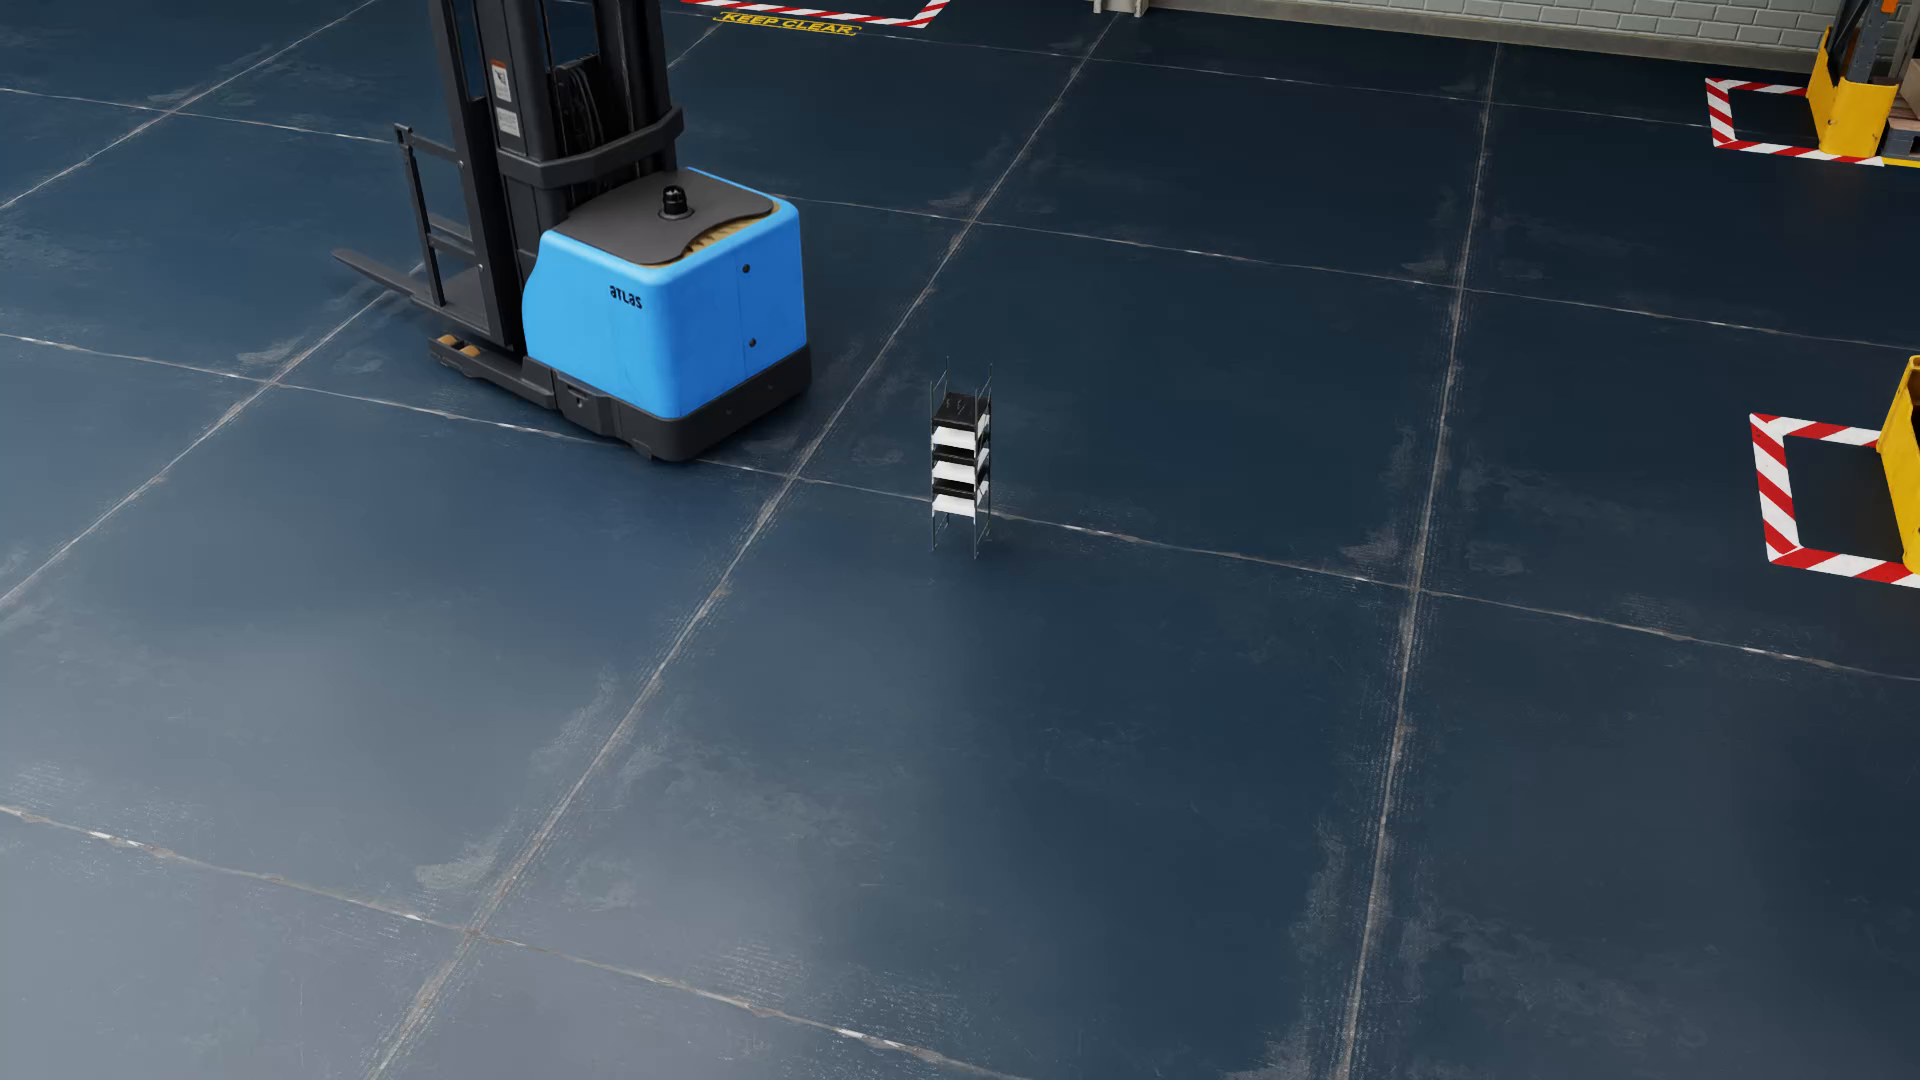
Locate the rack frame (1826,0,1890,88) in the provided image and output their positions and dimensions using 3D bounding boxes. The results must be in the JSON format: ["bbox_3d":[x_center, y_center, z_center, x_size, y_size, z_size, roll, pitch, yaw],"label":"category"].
[{"bbox_3d":[6.130,-4.157,10.867,0.127,3.000,1.000,10,38,14],"label":"rack frame"}]

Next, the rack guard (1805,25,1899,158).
[{"bbox_3d":[6.202,-3.136,11.590,0.348,0.500,1.175,10,38,14],"label":"rack guard"}]

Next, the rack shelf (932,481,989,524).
[{"bbox_3d":[0.008,-0.189,7.608,0.200,0.077,0.258,10,38,14],"label":"rack shelf"}]

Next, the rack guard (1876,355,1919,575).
[{"bbox_3d":[4.633,-0.351,7.805,0.348,0.500,1.175,10,38,14],"label":"rack guard"}]

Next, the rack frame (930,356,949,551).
[{"bbox_3d":[-0.089,-0.379,7.506,0.006,0.900,0.240,10,38,14],"label":"rack frame"}]

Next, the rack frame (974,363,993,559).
[{"bbox_3d":[0.105,-0.343,7.457,0.006,0.900,0.240,10,38,14],"label":"rack frame"}]

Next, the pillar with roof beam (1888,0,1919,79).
[{"bbox_3d":[5.772,-4.503,6.276,0.400,9.000,9.100,10,38,14],"label":"pillar with roof beam"}]

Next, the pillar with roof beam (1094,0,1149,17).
[{"bbox_3d":[0.045,-5.563,7.717,0.400,9.000,9.100,10,38,14],"label":"pillar with roof beam"}]

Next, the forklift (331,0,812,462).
[{"bbox_3d":[-2.252,-2.276,8.370,3.031,2.935,1.130,25,43,30],"label":"forklift"}]

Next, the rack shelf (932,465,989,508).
[{"bbox_3d":[0.008,-0.262,7.554,0.200,0.077,0.258,10,38,14],"label":"rack shelf"}]

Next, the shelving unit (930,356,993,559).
[{"bbox_3d":[0.008,-0.361,7.481,0.210,0.900,0.258,10,38,14],"label":"shelving unit"}]

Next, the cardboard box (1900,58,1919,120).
[{"bbox_3d":[6.763,-3.078,11.298,0.500,0.311,0.500,6,37,9],"label":"cardboard box"}]

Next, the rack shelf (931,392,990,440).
[{"bbox_3d":[0.008,-0.552,7.341,0.200,0.077,0.258,10,38,14],"label":"rack shelf"}]

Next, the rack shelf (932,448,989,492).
[{"bbox_3d":[0.008,-0.334,7.501,0.200,0.077,0.258,10,38,14],"label":"rack shelf"}]

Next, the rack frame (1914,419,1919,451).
[{"bbox_3d":[4.656,-1.353,7.058,0.127,3.000,1.000,10,38,14],"label":"rack frame"}]

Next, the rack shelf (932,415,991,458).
[{"bbox_3d":[0.008,-0.479,7.394,0.200,0.077,0.258,10,38,14],"label":"rack shelf"}]

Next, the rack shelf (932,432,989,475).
[{"bbox_3d":[0.008,-0.407,7.448,0.200,0.077,0.258,10,38,14],"label":"rack shelf"}]

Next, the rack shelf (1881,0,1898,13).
[{"bbox_3d":[8.039,-3.513,10.600,4.000,0.370,1.077,10,38,14],"label":"rack shelf"}]

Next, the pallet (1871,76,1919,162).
[{"bbox_3d":[6.967,-2.857,11.453,1.213,0.211,1.003,10,38,14],"label":"pallet"}]
